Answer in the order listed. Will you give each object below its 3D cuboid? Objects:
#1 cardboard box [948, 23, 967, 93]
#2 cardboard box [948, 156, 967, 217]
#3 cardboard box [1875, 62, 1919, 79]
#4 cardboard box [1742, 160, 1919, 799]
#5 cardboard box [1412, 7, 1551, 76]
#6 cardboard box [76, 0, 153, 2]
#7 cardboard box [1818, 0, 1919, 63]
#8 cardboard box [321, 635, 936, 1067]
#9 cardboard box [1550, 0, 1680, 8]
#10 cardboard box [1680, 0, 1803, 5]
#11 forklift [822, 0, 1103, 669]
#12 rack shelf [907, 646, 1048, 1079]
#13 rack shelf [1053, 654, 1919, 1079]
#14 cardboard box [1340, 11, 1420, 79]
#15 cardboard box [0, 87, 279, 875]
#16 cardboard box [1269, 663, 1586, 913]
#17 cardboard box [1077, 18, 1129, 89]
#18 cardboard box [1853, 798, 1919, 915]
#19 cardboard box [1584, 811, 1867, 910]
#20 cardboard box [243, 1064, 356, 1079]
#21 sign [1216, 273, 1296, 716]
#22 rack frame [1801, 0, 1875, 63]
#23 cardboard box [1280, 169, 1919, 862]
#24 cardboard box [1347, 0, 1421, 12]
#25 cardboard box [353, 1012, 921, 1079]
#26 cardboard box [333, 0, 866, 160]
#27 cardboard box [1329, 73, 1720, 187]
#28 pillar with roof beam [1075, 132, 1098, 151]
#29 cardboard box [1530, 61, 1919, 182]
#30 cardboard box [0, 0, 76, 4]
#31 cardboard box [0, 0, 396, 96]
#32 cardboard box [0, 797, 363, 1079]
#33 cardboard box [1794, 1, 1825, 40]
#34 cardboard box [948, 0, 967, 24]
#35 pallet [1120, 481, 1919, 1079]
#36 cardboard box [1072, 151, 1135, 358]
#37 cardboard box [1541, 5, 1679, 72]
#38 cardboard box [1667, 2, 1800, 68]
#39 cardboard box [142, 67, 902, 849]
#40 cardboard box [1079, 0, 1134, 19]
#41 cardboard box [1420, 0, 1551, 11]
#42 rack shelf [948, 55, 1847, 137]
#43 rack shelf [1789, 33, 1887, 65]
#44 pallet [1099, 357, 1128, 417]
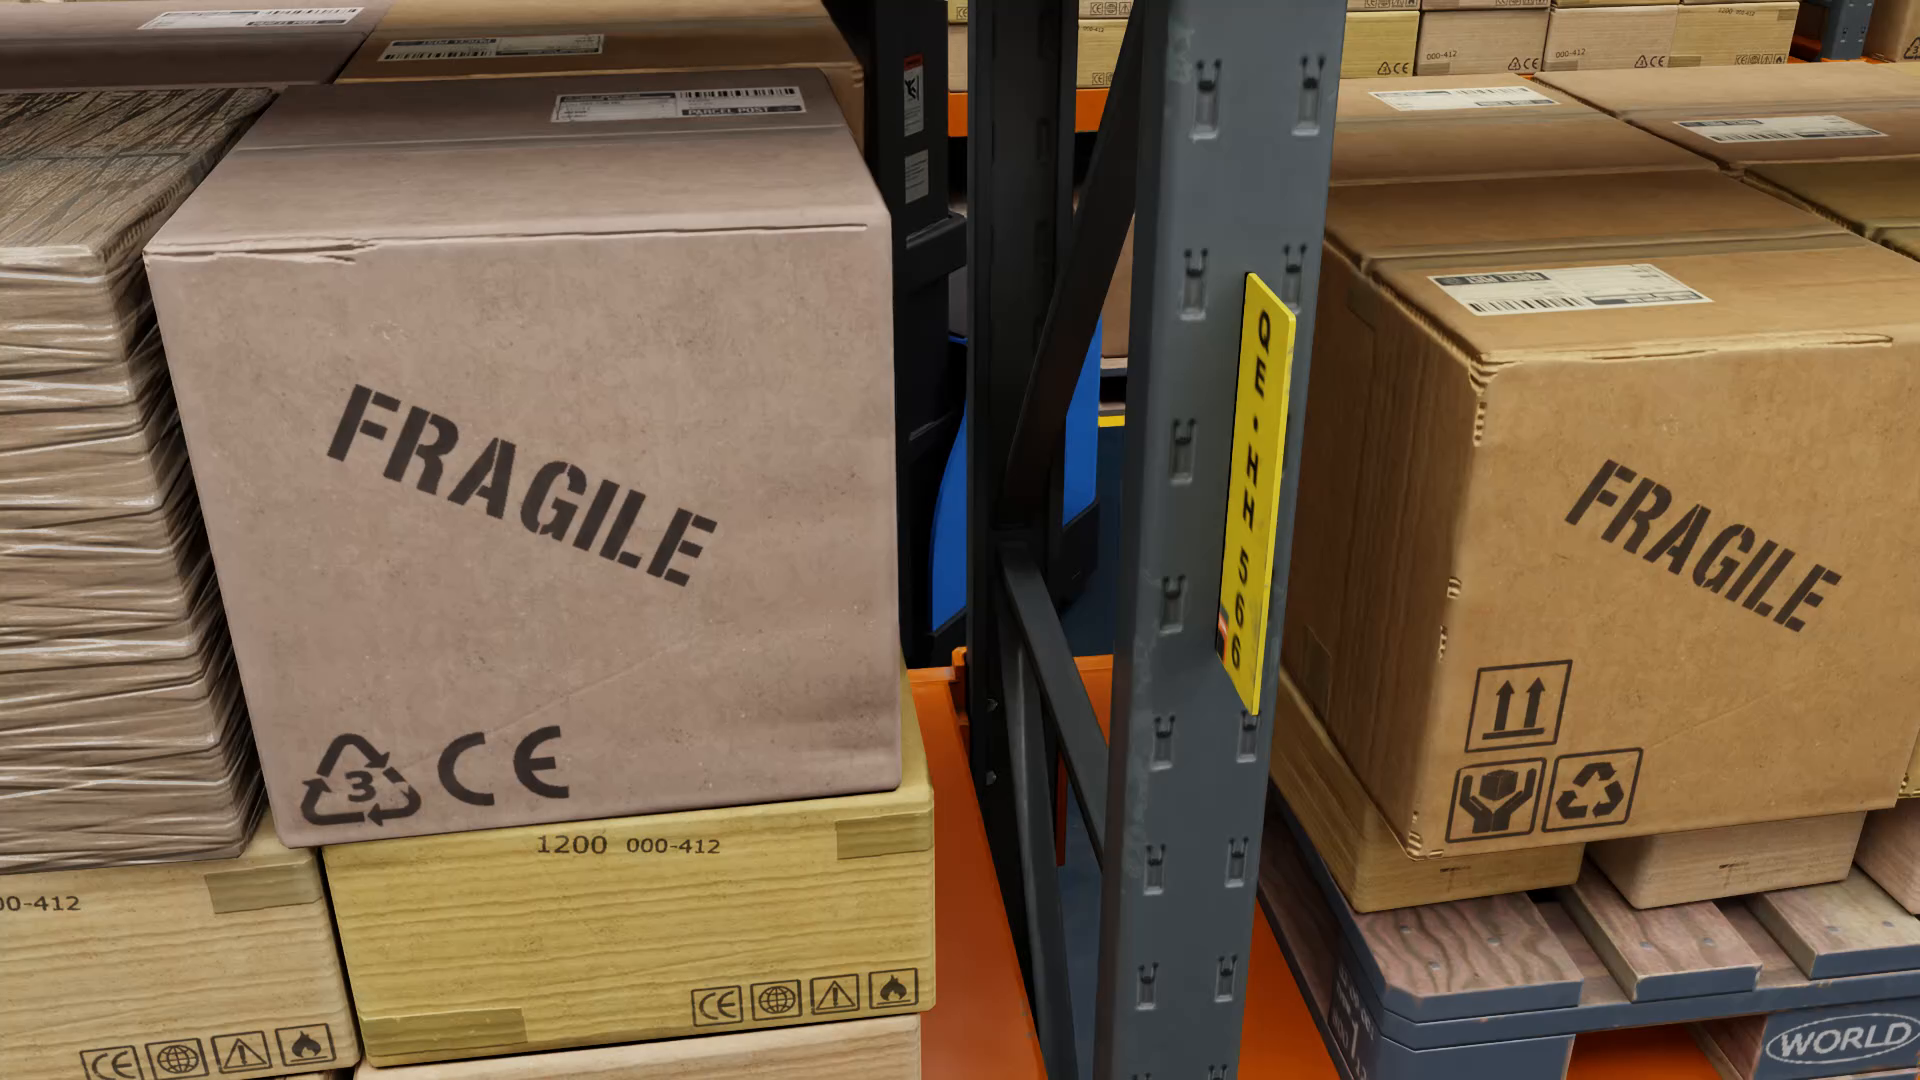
[{"bbox_3d":[-0.082,-1.860,6.254,0.500,0.250,0.500,-4,27,-7],"label":"cardboard box"},{"bbox_3d":[0.064,-1.173,6.891,0.625,0.625,0.875,-3,27,-5],"label":"cardboard box"},{"bbox_3d":[1.562,-0.354,2.259,0.500,0.500,0.500,-6,28,-11],"label":"cardboard box"},{"bbox_3d":[1.133,-0.089,1.743,0.500,0.500,0.500,-2,27,-4],"label":"cardboard box"},{"bbox_3d":[1.950,-1.994,6.515,0.500,0.250,0.500,-4,27,-7],"label":"cardboard box"},{"bbox_3d":[-2.716,-1.999,5.790,0.500,0.500,0.700,-4,27,-7],"label":"cardboard box"},{"bbox_3d":[3.882,-2.218,6.678,0.500,0.500,0.500,-4,27,-9],"label":"cardboard box"},{"bbox_3d":[-0.304,0.225,1.643,0.500,0.250,0.500,-4,27,-7],"label":"cardboard box"},{"bbox_3d":[2.447,-2.236,6.439,0.500,0.250,0.500,-4,27,-8],"label":"cardboard box"},{"bbox_3d":[2.955,-2.272,6.510,0.500,0.250,0.500,-4,27,-8],"label":"cardboard box"},{"bbox_3d":[-0.748,-0.718,3.939,1.130,2.935,3.031,16,31,28],"label":"forklift"},{"bbox_3d":[-1.840,0.682,1.923,4.000,0.370,1.077,-4,27,-7],"label":"rack shelf"},{"bbox_3d":[2.121,0.427,2.419,4.000,0.370,1.077,-4,27,-7],"label":"rack shelf"},{"bbox_3d":[1.440,-1.958,6.444,0.500,0.250,0.500,-3,27,-5],"label":"cardboard box"},{"bbox_3d":[-0.842,-0.067,1.391,0.500,0.500,0.500,-3,27,-6],"label":"cardboard box"},{"bbox_3d":[0.488,0.223,1.845,0.250,0.149,0.380,-5,28,-10],"label":"cardboard box"},{"bbox_3d":[0.417,-1.890,6.312,0.500,0.250,0.500,-4,27,-8],"label":"cardboard box"},{"bbox_3d":[1.050,0.224,1.844,0.250,0.149,0.380,-5,28,-10],"label":"cardboard box"},{"bbox_3d":[0.772,0.220,1.850,0.250,0.149,0.380,-5,28,-10],"label":"cardboard box"},{"bbox_3d":[-0.828,0.490,1.673,0.500,0.250,0.500,-3,27,-6],"label":"cardboard box"},{"bbox_3d":[0.221,-0.030,1.254,0.005,0.325,0.100,-4,27,-7],"label":"sign"},{"bbox_3d":[3.406,-2.263,6.876,0.127,3.000,1.000,-4,27,-7],"label":"rack frame"},{"bbox_3d":[0.618,-0.053,1.672,0.500,0.500,0.500,-4,27,-9],"label":"cardboard box"},{"bbox_3d":[1.437,-2.183,6.335,0.500,0.250,0.500,-3,27,-6],"label":"cardboard box"},{"bbox_3d":[-0.325,0.451,1.750,0.500,0.250,0.500,-5,28,-9],"label":"cardboard box"},{"bbox_3d":[-0.382,-0.334,1.910,0.500,0.500,0.500,-5,28,-9],"label":"cardboard box"},{"bbox_3d":[0.551,-0.284,2.122,0.500,0.500,0.500,-4,27,-9],"label":"cardboard box"},{"bbox_3d":[1.210,-3.222,2.173,0.400,9.000,9.100,-4,27,-7],"label":"pillar with roof beam"},{"bbox_3d":[1.062,-0.322,2.195,0.500,0.500,0.500,-4,27,-8],"label":"cardboard box"},{"bbox_3d":[-3.087,-1.797,5.653,0.258,0.266,0.396,-2,27,-5],"label":"cardboard box"},{"bbox_3d":[-0.872,-0.298,1.840,0.500,0.500,0.500,-4,27,-7],"label":"cardboard box"},{"bbox_3d":[-0.811,0.259,1.576,0.500,0.250,0.500,-4,27,-8],"label":"cardboard box"},{"bbox_3d":[3.813,-2.459,7.147,0.500,0.500,0.500,-4,27,-7],"label":"cardboard box"},{"bbox_3d":[-0.078,-2.071,6.118,0.500,0.250,0.500,-4,27,-7],"label":"cardboard box"},{"bbox_3d":[0.831,0.226,2.233,1.003,0.211,1.213,-4,27,-7],"label":"pallet"},{"bbox_3d":[0.710,-1.218,6.979,0.625,0.625,0.875,-3,27,-5],"label":"cardboard box"},{"bbox_3d":[2.446,-2.012,6.550,0.500,0.250,0.500,-4,27,-7],"label":"cardboard box"},{"bbox_3d":[2.943,-2.046,6.617,0.500,0.250,0.500,-3,27,-6],"label":"cardboard box"},{"bbox_3d":[-0.335,-0.104,1.461,0.500,0.500,0.500,-4,27,-9],"label":"cardboard box"},{"bbox_3d":[0.414,-2.114,6.201,0.500,0.250,0.500,-3,27,-5],"label":"cardboard box"},{"bbox_3d":[1.940,-2.207,6.381,0.500,0.250,0.500,-3,27,-6],"label":"cardboard box"},{"bbox_3d":[1.425,-1.816,6.792,4.000,0.370,1.077,-4,27,-7],"label":"rack shelf"},{"bbox_3d":[5.386,-2.071,7.288,4.000,0.370,1.077,-4,27,-7],"label":"rack shelf"},{"bbox_3d":[0.265,-0.803,7.084,1.213,0.211,1.003,-4,27,-7],"label":"pallet"}]
